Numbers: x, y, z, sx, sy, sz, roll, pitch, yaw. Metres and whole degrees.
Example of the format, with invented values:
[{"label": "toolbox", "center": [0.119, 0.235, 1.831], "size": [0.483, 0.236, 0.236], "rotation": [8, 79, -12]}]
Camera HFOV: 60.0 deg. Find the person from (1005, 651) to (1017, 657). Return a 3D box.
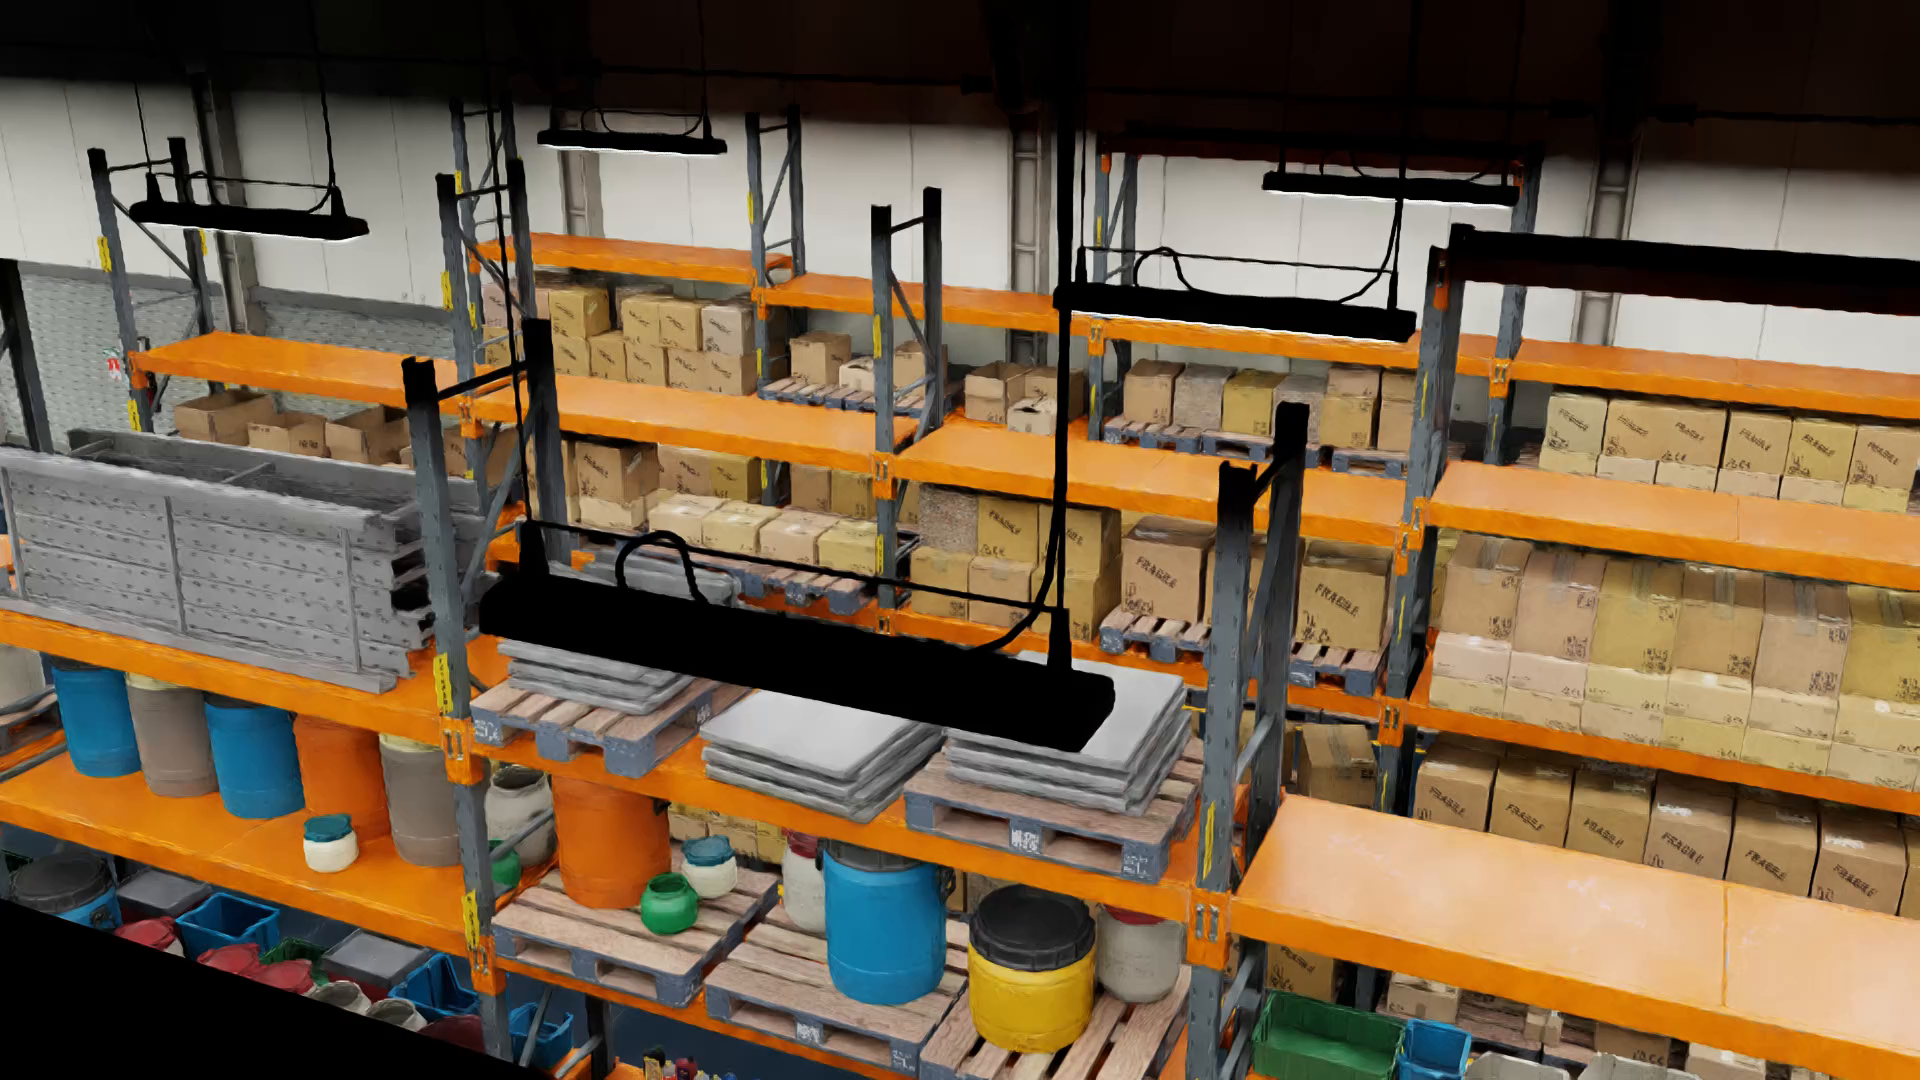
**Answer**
[{"label": "person", "center": [0.722, 1.131, 17.202], "size": [1.103, 1.715, 0.580], "rotation": [6, 21, 15]}]
